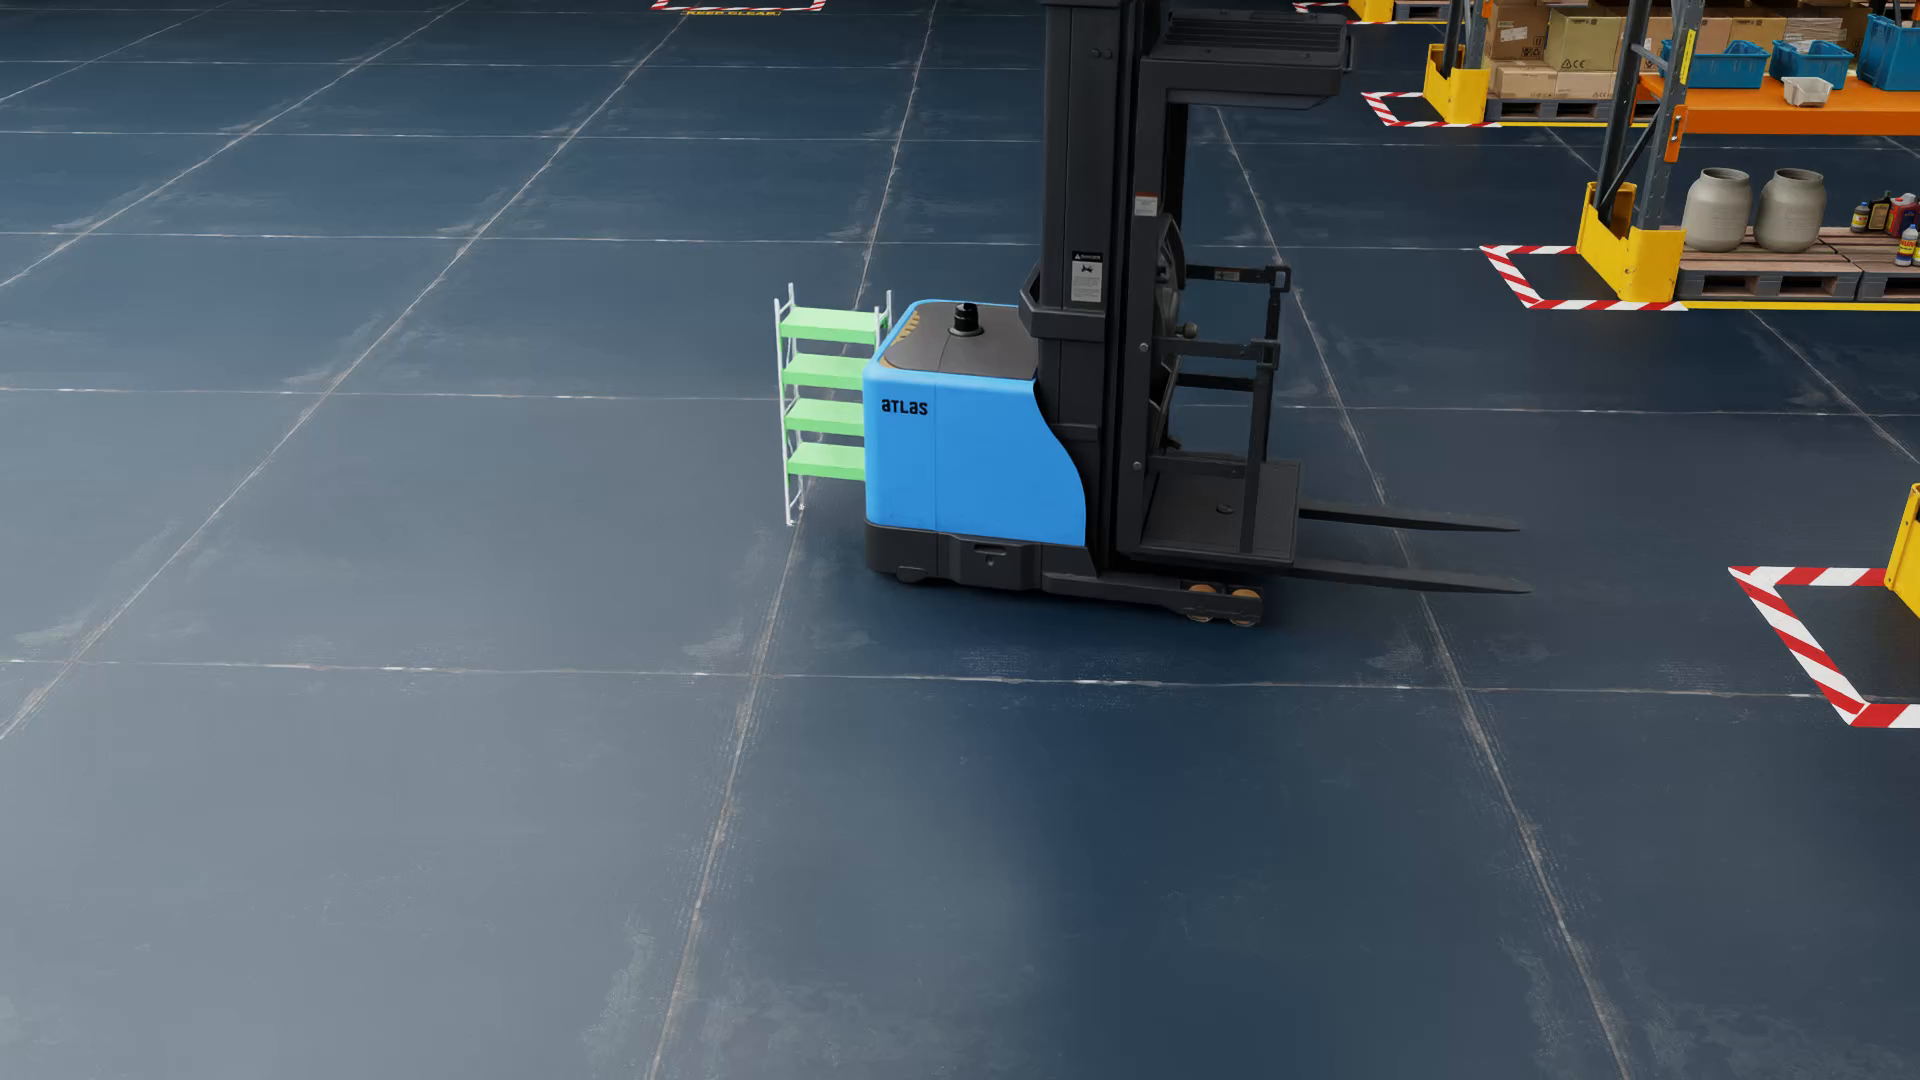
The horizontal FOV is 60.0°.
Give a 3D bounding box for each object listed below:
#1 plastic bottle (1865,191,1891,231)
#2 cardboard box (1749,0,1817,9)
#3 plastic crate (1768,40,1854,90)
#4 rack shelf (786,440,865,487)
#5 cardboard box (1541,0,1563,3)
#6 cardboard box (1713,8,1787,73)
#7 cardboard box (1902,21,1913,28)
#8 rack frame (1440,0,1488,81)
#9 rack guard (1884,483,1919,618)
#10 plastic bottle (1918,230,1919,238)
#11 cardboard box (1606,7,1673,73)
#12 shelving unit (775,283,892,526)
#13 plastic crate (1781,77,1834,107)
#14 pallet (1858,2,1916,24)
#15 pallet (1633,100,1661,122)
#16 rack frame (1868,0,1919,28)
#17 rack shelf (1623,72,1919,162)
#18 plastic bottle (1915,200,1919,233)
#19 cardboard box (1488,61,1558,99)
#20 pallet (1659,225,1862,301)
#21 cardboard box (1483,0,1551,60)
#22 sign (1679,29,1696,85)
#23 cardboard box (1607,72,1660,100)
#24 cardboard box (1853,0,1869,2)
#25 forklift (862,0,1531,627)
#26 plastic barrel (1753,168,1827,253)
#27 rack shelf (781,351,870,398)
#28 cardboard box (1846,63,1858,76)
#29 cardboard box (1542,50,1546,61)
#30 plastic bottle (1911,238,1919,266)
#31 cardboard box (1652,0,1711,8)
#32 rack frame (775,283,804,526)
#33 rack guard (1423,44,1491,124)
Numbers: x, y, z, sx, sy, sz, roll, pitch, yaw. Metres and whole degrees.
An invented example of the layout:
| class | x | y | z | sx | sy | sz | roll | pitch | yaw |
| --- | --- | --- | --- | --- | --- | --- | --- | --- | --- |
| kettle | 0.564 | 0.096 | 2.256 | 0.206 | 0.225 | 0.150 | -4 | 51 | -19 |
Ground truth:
| class | x | y | z | sx | sy | sz | roll | pitch | yaw |
| --- | --- | --- | --- | --- | --- | --- | --- | --- | --- |
| plastic bottle | 6.590 | -2.366 | 11.941 | 0.133 | 0.283 | 0.061 | 2 | 28 | 3 |
| cardboard box | 7.846 | -4.903 | 15.984 | 0.500 | 0.500 | 0.500 | 1 | 28 | 2 |
| plastic crate | 5.782 | -3.243 | 11.324 | 0.408 | 0.251 | 0.499 | 1 | 28 | 2 |
| rack shelf | -0.600 | -0.362 | 8.301 | 0.480 | 0.148 | 0.258 | 6 | 29 | 11 |
| cardboard box | 6.961 | -6.819 | 20.110 | 0.500 | 0.500 | 0.700 | -1 | 28 | -1 |
| cardboard box | 7.328 | -4.670 | 15.544 | 0.500 | 0.500 | 0.500 | 1 | 28 | 2 |
| cardboard box | 9.213 | -4.788 | 15.969 | 0.500 | 0.311 | 0.500 | 1 | 28 | 2 |
| rack frame | 4.801 | -5.509 | 15.439 | 0.127 | 3.000 | 1.000 | 1 | 28 | 2 |
| rack guard | 4.523 | 0.234 | 7.275 | 0.348 | 0.500 | 1.175 | 1 | 28 | 2 |
| plastic bottle | 6.877 | -2.245 | 11.800 | 0.097 | 0.201 | 0.097 | 0 | 28 | 0 |
| cardboard box | 6.329 | -4.688 | 15.578 | 0.500 | 0.500 | 0.500 | 1 | 28 | 2 |
| shelving unit | -0.600 | -0.631 | 8.158 | 0.503 | 1.200 | 0.258 | 6 | 29 | 11 |
| plastic crate | 5.505 | -2.908 | 10.815 | 0.250 | 0.136 | 0.298 | 1 | 28 | 2 |
| pallet | 10.970 | -6.498 | 20.283 | 1.213 | 0.211 | 1.003 | 1 | 28 | 2 |
| pallet | 6.782 | -4.262 | 16.065 | 1.213 | 0.211 | 1.003 | 1 | 28 | 2 |
| rack frame | 8.798 | -5.443 | 15.314 | 0.127 | 3.000 | 1.000 | 1 | 28 | 2 |
| rack shelf | 6.621 | -2.839 | 11.172 | 4.000 | 0.370 | 1.077 | 1 | 28 | 2 |
| plastic bottle | 6.862 | -2.337 | 11.894 | 0.135 | 0.276 | 0.152 | 0 | 28 | 0 |
| cardboard box | 5.329 | -4.366 | 15.772 | 0.500 | 0.250 | 0.500 | 1 | 28 | 2 |
| pallet | 5.511 | -1.963 | 11.728 | 1.213 | 0.211 | 1.003 | 1 | 28 | 2 |
| cardboard box | 5.347 | -4.941 | 16.055 | 0.500 | 0.500 | 0.500 | 1 | 28 | 2 |
| sign | 4.598 | -3.055 | 10.515 | 0.005 | 0.325 | 0.100 | 1 | 28 | 2 |
| cardboard box | 6.328 | -4.351 | 15.743 | 0.500 | 0.250 | 0.500 | 1 | 28 | 2 |
| cardboard box | 10.732 | -6.834 | 20.139 | 0.500 | 0.500 | 0.700 | 1 | 28 | 2 |
| forklift | 1.119 | -1.177 | 7.342 | 3.031 | 2.935 | 1.130 | 6 | 29 | 11 |
| plastic barrel | 5.783 | -2.293 | 11.581 | 0.421 | 0.512 | 0.421 | 0 | 28 | 0 |
| rack shelf | -0.600 | -0.786 | 8.076 | 0.480 | 0.148 | 0.258 | 6 | 29 | 11 |
| cardboard box | 8.327 | -4.319 | 15.681 | 0.500 | 0.250 | 0.500 | 1 | 28 | 2 |
| cardboard box | 5.847 | -4.606 | 16.224 | 0.500 | 0.250 | 0.500 | 1 | 28 | 2 |
| plastic bottle | 6.526 | -1.971 | 11.283 | 0.097 | 0.201 | 0.097 | 0 | 28 | 0 |
| cardboard box | 6.847 | -4.923 | 16.020 | 0.500 | 0.500 | 0.500 | 1 | 28 | 2 |
| rack frame | -0.838 | -0.656 | 8.206 | 0.015 | 1.200 | 0.240 | 6 | 29 | 11 |
| rack guard | 4.777 | -4.405 | 16.025 | 0.348 | 0.500 | 1.175 | 1 | 28 | 2 |
